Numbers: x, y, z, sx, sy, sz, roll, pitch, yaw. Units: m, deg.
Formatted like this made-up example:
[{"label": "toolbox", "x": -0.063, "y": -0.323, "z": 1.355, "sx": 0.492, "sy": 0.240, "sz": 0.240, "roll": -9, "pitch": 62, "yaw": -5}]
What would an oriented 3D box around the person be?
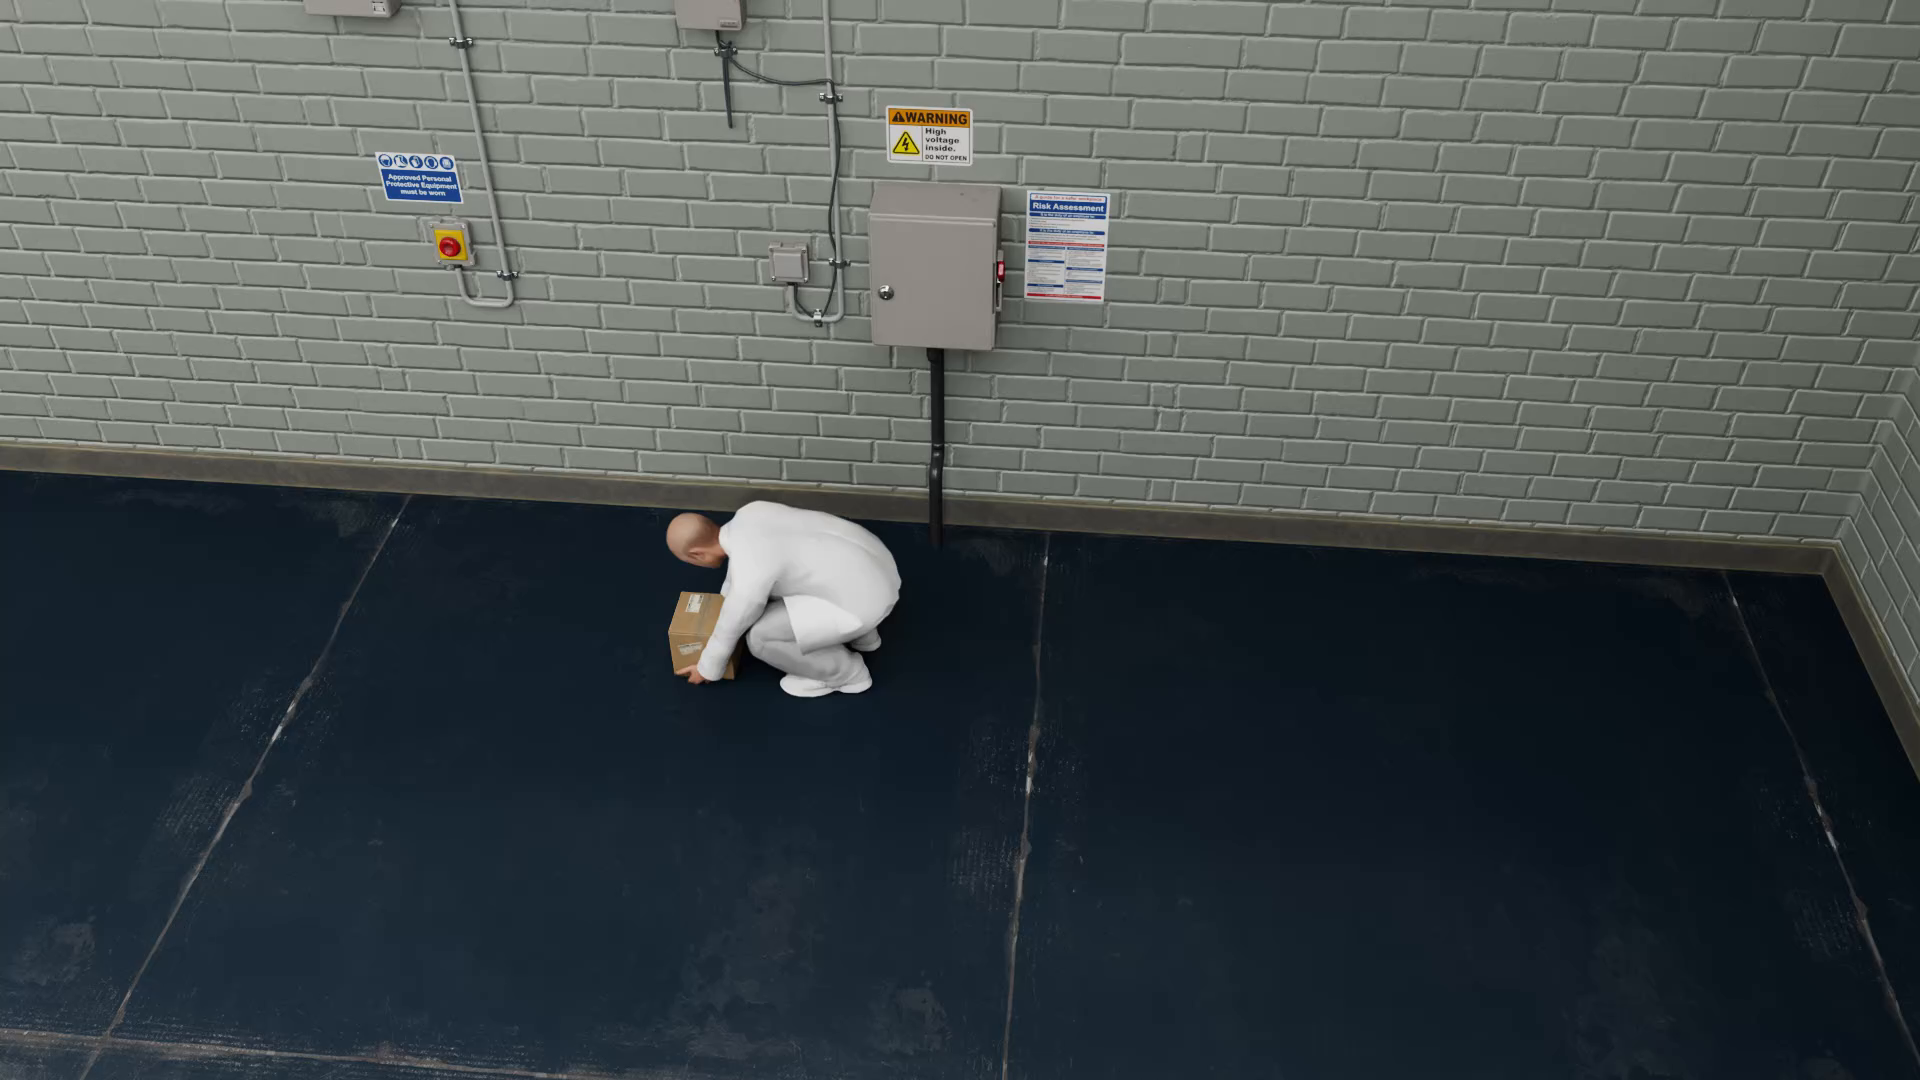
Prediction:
[{"label": "person", "x": -0.698, "y": 0.234, "z": 6.716, "sx": 0.922, "sy": 0.883, "sz": 0.581, "roll": 3, "pitch": 40, "yaw": 3}]
